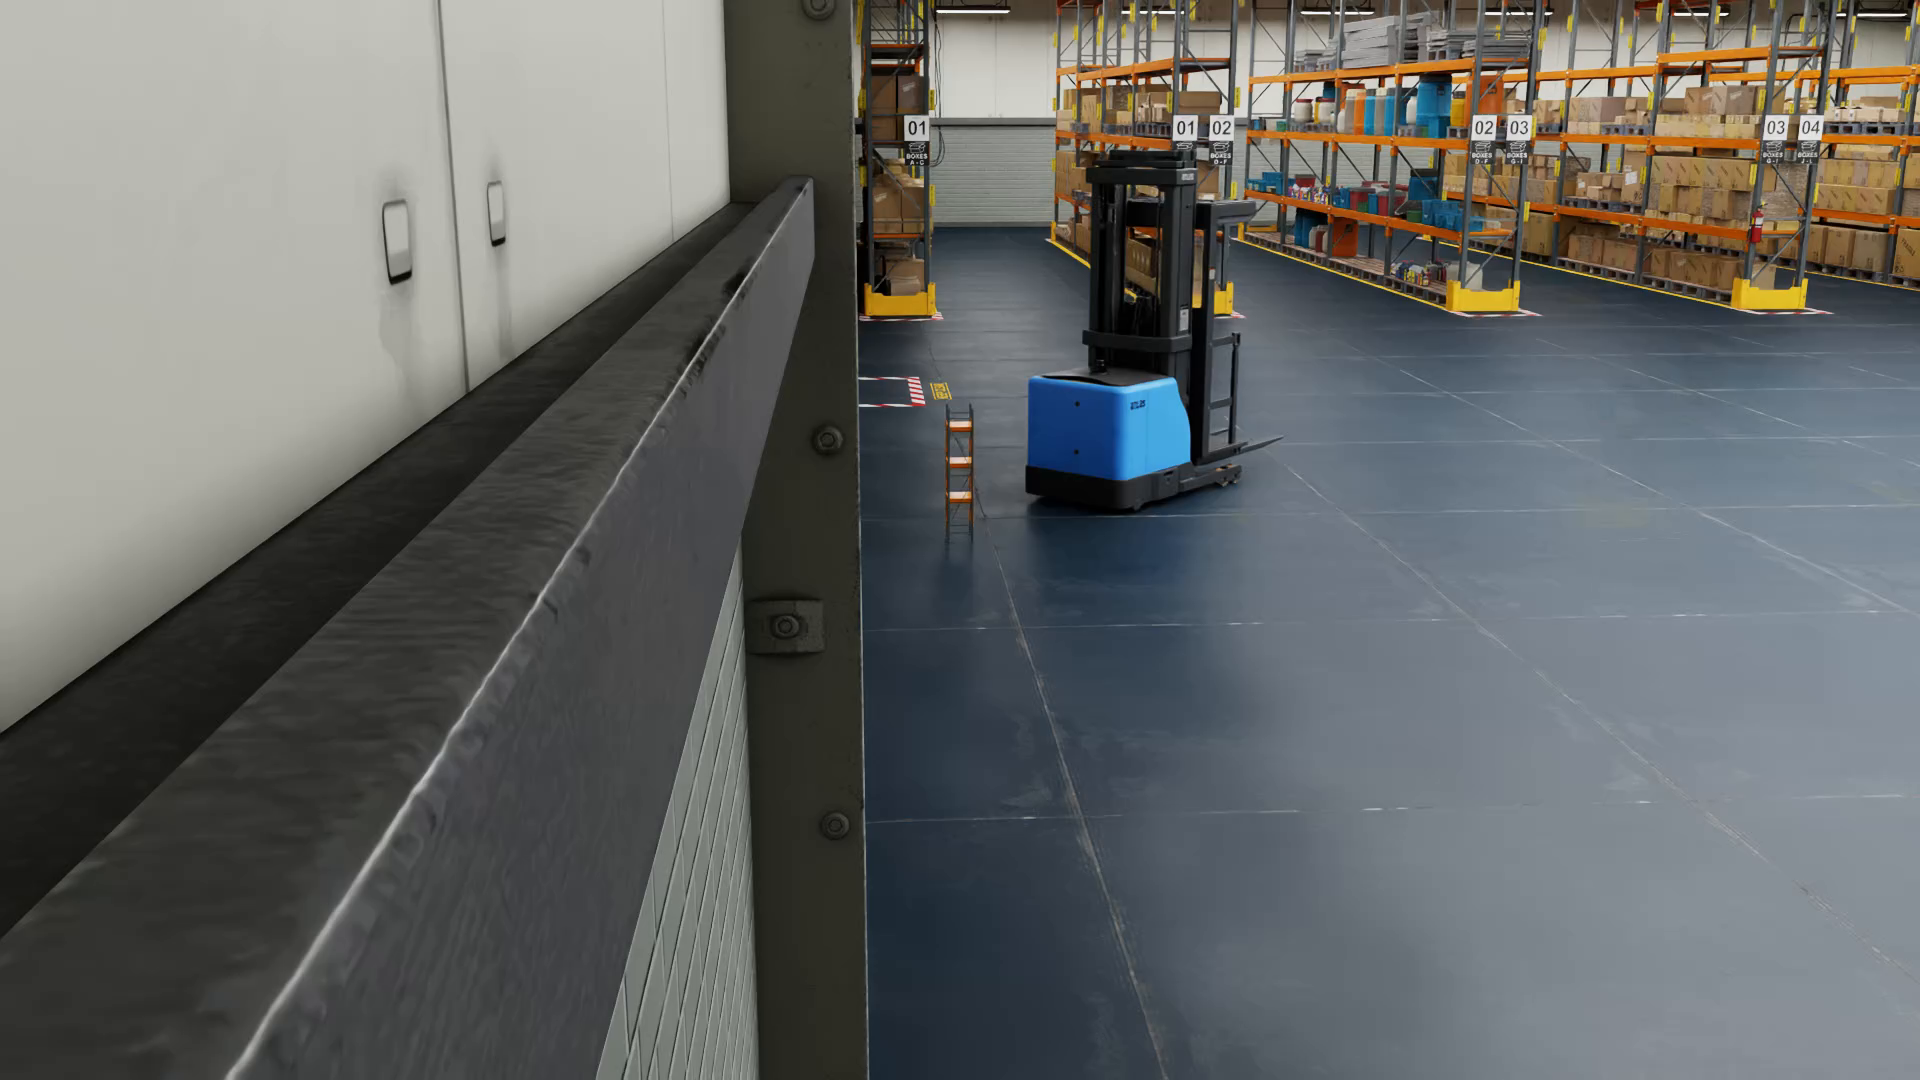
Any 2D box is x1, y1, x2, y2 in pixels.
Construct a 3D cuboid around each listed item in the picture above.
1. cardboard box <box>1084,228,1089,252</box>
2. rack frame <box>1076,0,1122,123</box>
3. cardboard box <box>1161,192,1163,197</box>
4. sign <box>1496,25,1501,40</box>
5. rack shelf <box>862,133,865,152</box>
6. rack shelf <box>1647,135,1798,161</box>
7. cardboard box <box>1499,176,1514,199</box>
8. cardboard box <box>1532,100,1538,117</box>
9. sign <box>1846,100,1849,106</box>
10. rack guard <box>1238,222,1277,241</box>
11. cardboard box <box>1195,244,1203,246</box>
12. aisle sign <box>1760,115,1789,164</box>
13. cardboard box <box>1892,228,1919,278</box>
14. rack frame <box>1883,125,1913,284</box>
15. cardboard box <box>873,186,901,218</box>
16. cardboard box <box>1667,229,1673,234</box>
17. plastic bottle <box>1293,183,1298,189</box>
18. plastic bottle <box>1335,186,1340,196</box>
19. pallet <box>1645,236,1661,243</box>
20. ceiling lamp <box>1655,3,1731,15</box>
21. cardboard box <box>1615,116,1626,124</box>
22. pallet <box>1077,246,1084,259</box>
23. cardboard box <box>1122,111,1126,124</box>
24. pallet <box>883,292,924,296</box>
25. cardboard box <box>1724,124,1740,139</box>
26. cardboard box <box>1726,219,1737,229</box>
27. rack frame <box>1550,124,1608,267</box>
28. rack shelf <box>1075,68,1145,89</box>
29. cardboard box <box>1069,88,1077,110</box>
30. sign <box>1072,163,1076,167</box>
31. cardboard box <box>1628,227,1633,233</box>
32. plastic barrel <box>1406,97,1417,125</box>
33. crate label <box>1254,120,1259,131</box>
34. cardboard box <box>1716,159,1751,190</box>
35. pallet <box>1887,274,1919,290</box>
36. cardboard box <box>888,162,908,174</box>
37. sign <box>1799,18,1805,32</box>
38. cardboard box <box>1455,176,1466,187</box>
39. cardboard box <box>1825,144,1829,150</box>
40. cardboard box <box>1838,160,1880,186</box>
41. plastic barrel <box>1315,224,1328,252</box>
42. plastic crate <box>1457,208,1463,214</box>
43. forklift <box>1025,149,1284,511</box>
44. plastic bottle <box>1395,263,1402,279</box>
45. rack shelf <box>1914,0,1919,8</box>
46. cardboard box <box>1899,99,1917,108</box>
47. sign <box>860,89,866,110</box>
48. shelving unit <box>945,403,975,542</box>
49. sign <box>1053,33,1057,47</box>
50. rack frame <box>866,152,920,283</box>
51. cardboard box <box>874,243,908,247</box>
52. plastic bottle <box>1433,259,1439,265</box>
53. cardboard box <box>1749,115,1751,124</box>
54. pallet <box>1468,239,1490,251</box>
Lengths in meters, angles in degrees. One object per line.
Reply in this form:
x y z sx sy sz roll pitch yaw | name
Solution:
3.087 -6.738 37.329 0.500 0.500 0.500 -1 14 -6 | cardboard box
3.202 -11.148 38.294 1.000 3.000 0.127 -1 14 -3 | rack frame
3.668 -5.969 28.704 0.380 0.149 0.250 0 14 -2 | cardboard box
12.534 -11.826 38.739 0.100 0.325 0.005 -1 14 -3 | sign
-1.370 -7.777 32.657 1.077 0.370 4.000 -1 14 -3 | rack shelf
13.709 -7.012 29.682 1.077 0.370 4.000 -1 14 -3 | rack shelf
12.901 -8.200 38.674 0.500 0.500 0.500 -1 14 -3 | cardboard box
13.190 -9.613 37.300 0.797 0.503 0.637 -1 14 -4 | cardboard box
23.275 -11.390 43.638 0.100 0.325 0.005 -1 14 -3 | sign
7.884 -8.108 43.536 1.175 0.500 0.348 -1 14 -3 | rack guard
4.044 -5.003 29.621 0.500 0.500 0.500 -1 14 -3 | cardboard box
13.538 -6.649 27.631 0.394 0.787 0.004 -1 14 -3 | aisle sign
18.511 -5.473 31.700 0.875 0.875 0.875 -1 14 -3 | cardboard box
18.542 -6.456 32.100 1.000 3.000 0.127 -1 14 -3 | rack frame
-1.240 -5.595 27.507 0.500 0.500 0.500 -1 14 -4 | cardboard box
17.646 -7.620 40.902 0.380 0.149 0.250 -1 14 -5 | cardboard box
7.847 -8.191 38.943 0.144 0.351 0.185 -1 14 -3 | plastic bottle
8.455 -7.761 37.269 0.144 0.351 0.185 -1 14 -3 | plastic bottle
17.891 -7.566 42.009 1.003 0.211 1.213 -1 14 -3 | pallet
20.147 -15.905 45.067 2.000 3.185 0.800 -1 14 -3 | ceiling lamp
13.369 -8.413 33.309 0.380 0.166 0.250 -1 14 -5 | cardboard box
3.290 -6.690 38.605 1.003 0.211 1.213 -1 14 -3 | pallet
3.585 -8.589 33.827 0.500 0.250 0.500 0 14 -2 | cardboard box
-1.018 -4.052 28.350 1.003 0.211 1.213 -1 14 -3 | pallet
13.516 -7.030 28.611 0.500 0.250 0.500 -1 14 -3 | cardboard box
13.528 -5.480 28.808 0.380 0.149 0.250 -1 14 -3 | cardboard box
13.338 -7.400 35.766 1.000 3.000 0.127 -1 14 -3 | rack frame
3.326 -10.108 36.500 1.077 0.370 4.000 -1 14 -3 | rack shelf
3.025 -10.721 40.447 0.700 0.500 0.500 -1 14 -3 | cardboard box
2.661 -8.651 38.894 0.100 0.325 0.005 -1 14 -3 | sign
17.610 -8.064 43.228 0.380 0.149 0.250 -1 14 -4 | cardboard box
8.473 -7.928 30.734 0.421 0.512 0.421 0 14 0 | plastic barrel
7.633 -10.459 41.935 0.408 0.251 0.502 -1 14 -3 | crate label
13.516 -6.344 28.859 0.500 0.500 0.500 -1 14 -3 | cardboard box
18.511 -4.915 31.707 1.003 0.211 1.213 -1 14 -3 | pallet
-1.266 -7.860 35.211 0.500 0.250 0.500 -1 14 -2 | cardboard box
17.753 -10.836 35.050 0.100 0.325 0.005 -1 14 -3 | sign
12.706 -8.953 41.508 0.500 0.250 0.500 -1 14 -5 | cardboard box
22.502 -10.101 42.755 0.380 0.149 0.250 -1 14 -5 | cardboard box
18.411 -7.491 33.916 0.700 0.500 0.500 -1 14 -4 | cardboard box
8.277 -6.761 37.280 0.600 0.588 0.708 -1 14 -3 | plastic barrel
8.982 -5.985 30.567 0.499 0.251 0.616 -1 14 -3 | plastic crate
1.896 -1.968 14.793 1.130 2.935 3.031 12 19 38 | forklift
8.272 -5.056 31.242 0.152 0.276 0.135 0 14 -1 | plastic bottle
23.105 -12.217 37.222 1.077 0.370 4.000 -1 14 -3 | rack shelf
23.154 -10.450 40.357 0.500 0.500 0.500 -1 14 -2 | cardboard box
-1.553 -7.059 26.644 0.100 0.325 0.005 -1 14 -3 | sign
-0.003 -0.522 12.947 0.215 1.050 0.252 -1 14 -3 | shelving unit
2.413 -12.625 42.002 0.100 0.325 0.005 -1 14 -3 | sign
-1.246 -6.175 31.008 1.000 3.000 0.127 -1 14 -3 | rack frame
-1.382 -5.616 32.967 0.700 0.500 0.500 -1 14 -3 | cardboard box
8.970 -5.103 31.272 0.144 0.351 0.185 -1 14 -5 | plastic bottle
13.606 -7.114 28.137 0.380 0.149 0.250 -1 14 -5 | cardboard box
13.121 -7.234 40.720 1.003 0.211 1.213 -1 14 -3 | pallet
